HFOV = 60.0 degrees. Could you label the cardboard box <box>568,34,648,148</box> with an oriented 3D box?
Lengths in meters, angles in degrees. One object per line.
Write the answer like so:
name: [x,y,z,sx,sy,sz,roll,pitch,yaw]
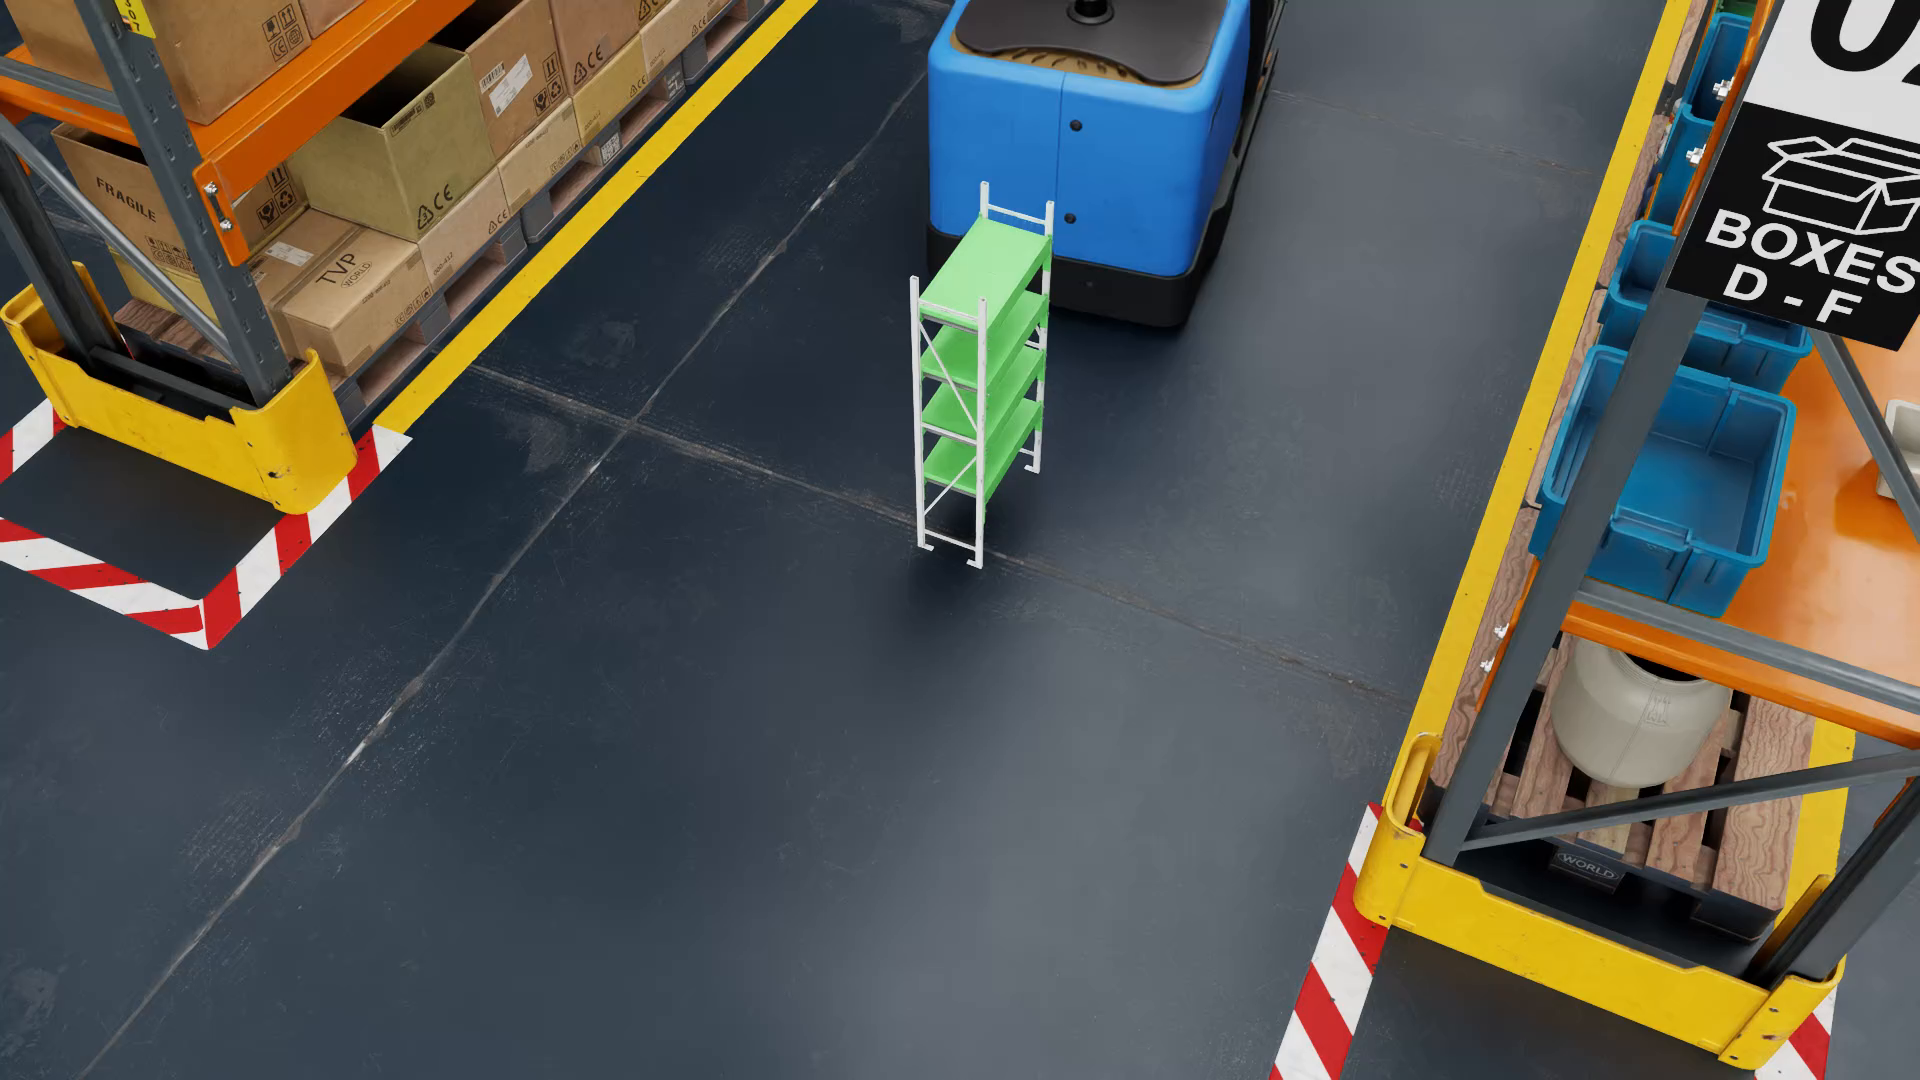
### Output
cardboard box: [-1.666,-1.943,6.964,0.500,0.250,0.500,20,52,16]

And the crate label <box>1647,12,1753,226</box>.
crate label: [2.280,-1.122,4.712,0.502,0.435,0.616,20,52,16]

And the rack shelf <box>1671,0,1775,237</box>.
rack shelf: [2.592,-1.871,3.875,1.077,0.370,4.000,20,52,16]

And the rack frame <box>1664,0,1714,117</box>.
rack frame: [3.447,-2.509,5.915,1.000,3.000,0.127,20,52,16]

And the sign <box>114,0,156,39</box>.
sign: [-2.240,-1.490,4.428,0.100,0.325,0.005,20,52,16]

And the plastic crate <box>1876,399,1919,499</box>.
plastic crate: [2.411,-0.181,4.107,0.298,0.136,0.250,20,52,16]

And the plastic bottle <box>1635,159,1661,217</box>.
plastic bottle: [2.727,-1.372,6.399,0.144,0.351,0.185,21,53,17]

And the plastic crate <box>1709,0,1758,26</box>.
plastic crate: [2.612,-1.598,5.279,0.450,0.188,0.662,20,52,16]

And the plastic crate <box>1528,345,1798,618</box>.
plastic crate: [1.681,-0.149,4.004,0.499,0.251,0.616,20,52,16]

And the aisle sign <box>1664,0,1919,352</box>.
aisle sign: [1.439,-0.644,2.622,0.394,0.787,0.004,20,52,16]

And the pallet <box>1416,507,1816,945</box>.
pallet: [2.080,0.524,5.166,1.003,0.211,1.213,20,52,16]

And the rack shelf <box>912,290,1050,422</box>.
rack shelf: [0.071,-0.617,5.256,0.258,0.148,0.480,20,52,16]

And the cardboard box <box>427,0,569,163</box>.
cardboard box: [-1.895,-1.847,6.390,0.500,0.500,0.500,20,52,16]

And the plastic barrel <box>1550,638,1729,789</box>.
plastic barrel: [1.950,0.437,4.766,0.421,0.512,0.421,0,50,0]

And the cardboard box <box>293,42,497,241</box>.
cardboard box: [-2.097,-1.499,6.093,0.500,0.500,0.500,20,52,16]

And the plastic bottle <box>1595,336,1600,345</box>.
plastic bottle: [2.259,-0.587,5.779,0.152,0.276,0.135,20,53,16]

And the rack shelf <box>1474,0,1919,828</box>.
rack shelf: [2.592,-0.899,5.018,1.077,0.370,4.000,20,52,16]

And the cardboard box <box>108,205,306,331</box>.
cardboard box: [-2.777,-1.079,6.229,0.500,0.250,0.500,20,52,16]

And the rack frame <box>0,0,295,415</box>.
rack frame: [-2.739,-1.369,4.945,1.000,3.000,0.127,20,52,16]

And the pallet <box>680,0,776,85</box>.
pallet: [-1.408,-2.686,7.897,1.003,0.211,1.213,20,52,16]

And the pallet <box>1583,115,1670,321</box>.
pallet: [3.122,-1.157,6.596,1.003,0.211,1.213,20,52,16]

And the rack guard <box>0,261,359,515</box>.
rack guard: [-2.749,-0.542,5.883,1.175,0.500,0.348,20,52,16]

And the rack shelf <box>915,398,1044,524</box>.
rack shelf: [0.071,-0.306,5.621,0.258,0.148,0.480,20,52,16]

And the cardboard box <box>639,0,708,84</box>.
cardboard box: [-1.453,-2.288,7.257,0.500,0.250,0.500,20,52,16]

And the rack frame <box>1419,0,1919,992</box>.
rack frame: [1.738,0.245,3.572,1.000,3.000,0.127,20,52,16]

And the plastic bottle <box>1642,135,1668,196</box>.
plastic bottle: [2.801,-1.461,6.523,0.152,0.276,0.135,22,53,17]

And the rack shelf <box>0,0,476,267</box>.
rack shelf: [-1.885,-2.513,6.391,1.077,0.370,4.000,20,52,16]

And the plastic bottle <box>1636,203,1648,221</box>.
plastic bottle: [2.538,-1.120,6.229,0.061,0.283,0.133,22,53,18]

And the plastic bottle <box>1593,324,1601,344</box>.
plastic bottle: [2.385,-0.822,5.930,0.144,0.351,0.185,22,53,18]

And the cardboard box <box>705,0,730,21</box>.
cardboard box: [-1.253,-2.637,7.554,0.500,0.250,0.500,20,52,16]

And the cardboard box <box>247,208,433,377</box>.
cardboard box: [-2.309,-0.911,6.085,0.500,0.250,0.500,20,52,16]

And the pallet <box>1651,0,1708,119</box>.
pallet: [3.747,-2.159,7.448,1.003,0.211,1.213,20,52,16]

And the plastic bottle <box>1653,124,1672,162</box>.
plastic bottle: [2.871,-1.598,6.689,0.097,0.201,0.097,0,50,0]

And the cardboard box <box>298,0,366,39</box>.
cardboard box: [-2.308,-2.082,5.486,0.700,0.500,0.500,21,53,17]

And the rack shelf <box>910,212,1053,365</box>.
rack shelf: [0.071,-0.772,5.073,0.258,0.148,0.480,20,52,16]

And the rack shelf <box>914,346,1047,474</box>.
rack shelf: [0.071,-0.461,5.439,0.258,0.148,0.480,20,52,16]

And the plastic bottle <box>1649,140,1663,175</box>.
plastic bottle: [2.828,-1.528,6.629,0.097,0.201,0.097,0,50,0]

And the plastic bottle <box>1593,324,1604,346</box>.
plastic bottle: [2.318,-0.682,5.860,0.152,0.276,0.135,18,52,15]

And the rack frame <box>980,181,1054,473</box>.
rack frame: [0.175,-0.671,5.533,0.240,1.200,0.015,20,52,16]

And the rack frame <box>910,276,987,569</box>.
rack frame: [-0.034,-0.335,5.247,0.240,1.200,0.015,20,52,16]

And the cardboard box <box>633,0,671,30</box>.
cardboard box: [-1.465,-2.535,6.975,0.500,0.500,0.500,20,52,16]

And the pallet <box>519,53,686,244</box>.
pallet: [-1.928,-1.843,7.179,1.003,0.211,1.213,20,52,16]

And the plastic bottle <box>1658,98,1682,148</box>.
plastic bottle: [2.914,-1.691,6.722,0.097,0.271,0.097,0,50,0]

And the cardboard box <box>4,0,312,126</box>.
cardboard box: [-2.528,-1.719,5.177,0.700,0.500,0.500,20,52,16]

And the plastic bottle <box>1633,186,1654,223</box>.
plastic bottle: [2.646,-1.242,6.288,0.144,0.351,0.185,18,52,15]

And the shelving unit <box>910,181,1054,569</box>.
shelving unit: [0.071,-0.503,5.390,0.258,1.200,0.503,20,52,16]

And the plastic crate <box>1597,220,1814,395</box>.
plastic crate: [1.964,-0.594,4.383,0.499,0.251,0.408,20,52,16]

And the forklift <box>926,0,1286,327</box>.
forklift: [0.789,-2.915,6.306,1.130,2.935,3.031,13,51,11]

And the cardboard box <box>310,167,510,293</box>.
cardboard box: [-2.098,-1.256,6.379,0.500,0.250,0.500,20,52,16]

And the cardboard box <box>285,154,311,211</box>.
cardboard box: [-2.574,-1.428,6.525,0.500,0.250,0.500,20,52,16]

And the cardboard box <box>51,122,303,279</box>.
cardboard box: [-2.779,-1.323,5.944,0.500,0.500,0.500,20,52,16]

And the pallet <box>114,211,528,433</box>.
pallet: [-2.450,-1.006,6.467,1.003,0.211,1.213,20,52,16]

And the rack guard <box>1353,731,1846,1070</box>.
rack guard: [1.728,0.988,4.581,1.175,0.500,0.348,20,52,16]

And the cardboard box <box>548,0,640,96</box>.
cardboard box: [-1.665,-2.186,6.678,0.500,0.500,0.500,20,52,16]

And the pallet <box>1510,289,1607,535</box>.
pallet: [2.602,-0.313,5.878,1.003,0.211,1.213,20,52,16]

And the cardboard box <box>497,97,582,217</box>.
cardboard box: [-1.884,-1.601,6.672,0.500,0.250,0.500,20,52,16]
